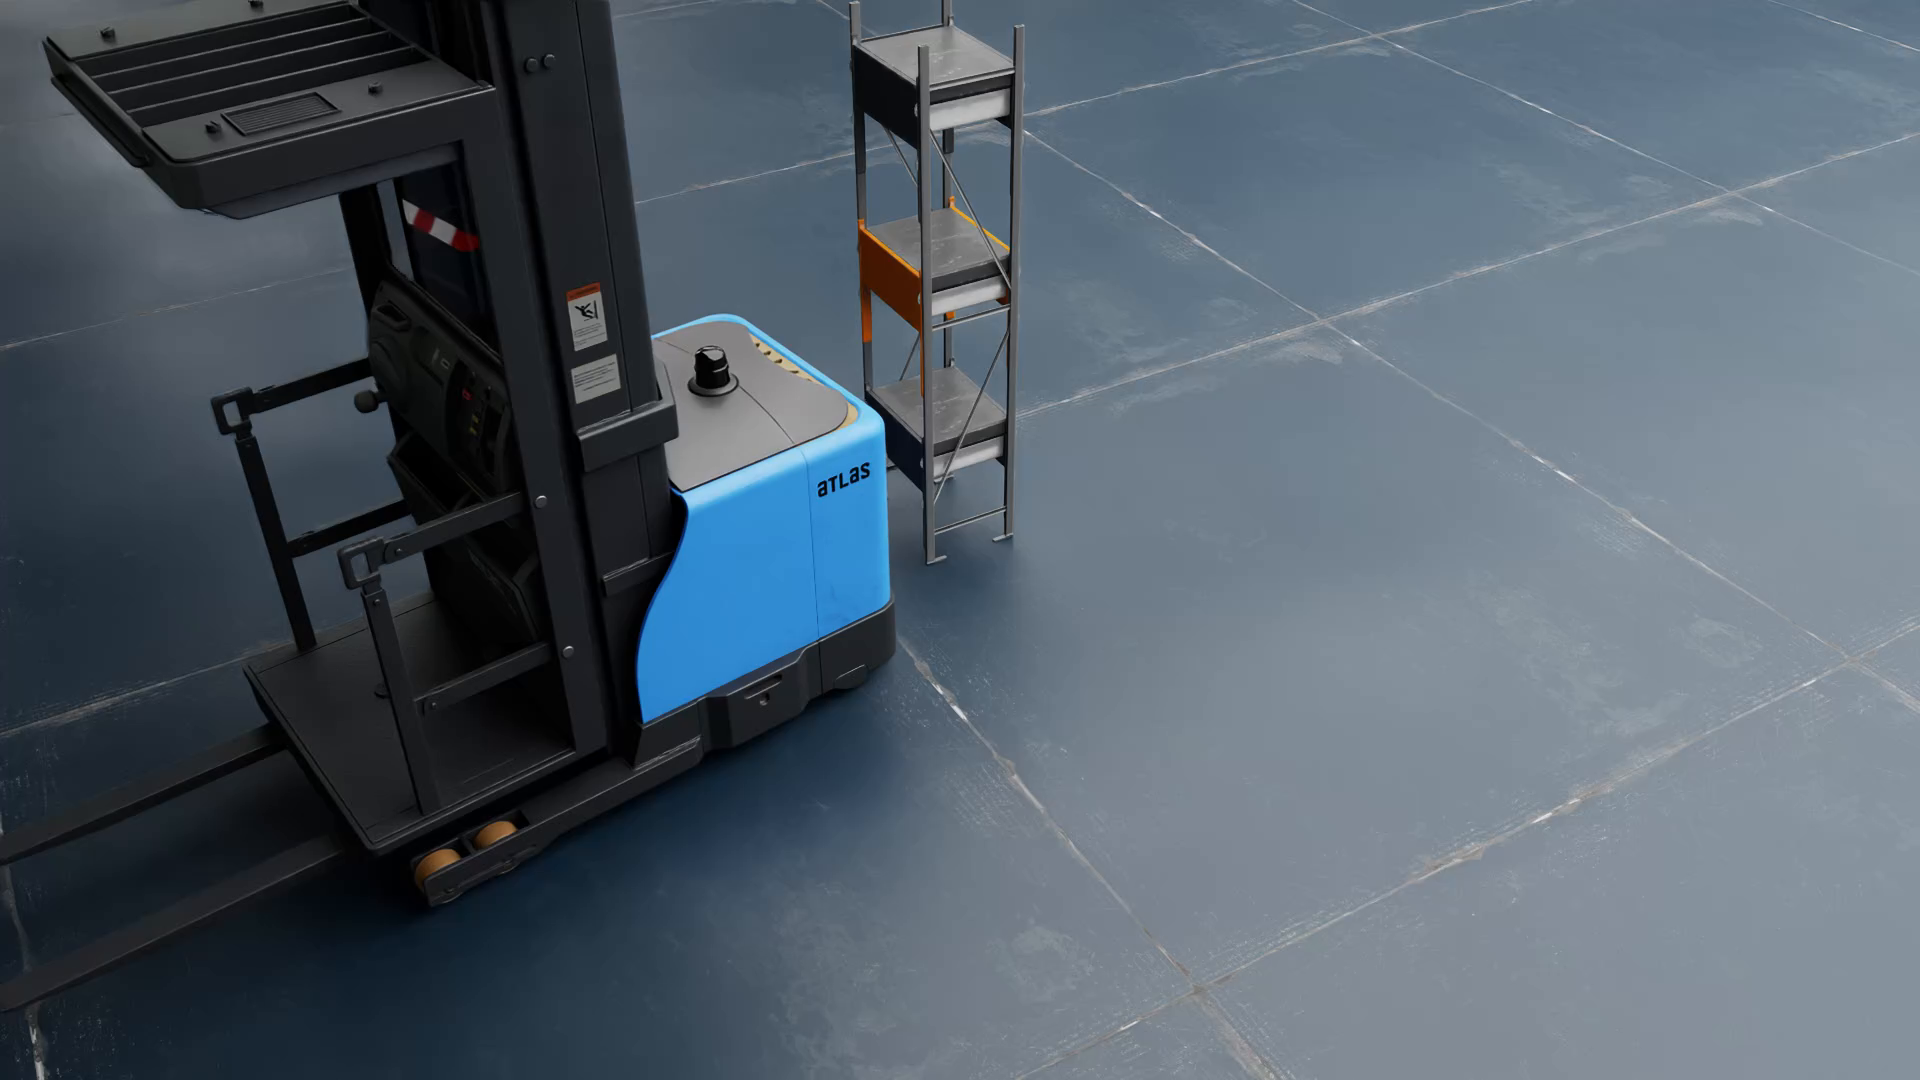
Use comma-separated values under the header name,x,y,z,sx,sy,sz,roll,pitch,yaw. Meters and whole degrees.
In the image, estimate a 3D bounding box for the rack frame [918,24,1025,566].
name,x,y,z,sx,sy,sz,roll,pitch,yaw
rack frame,0.039,-0.808,6.076,0.400,2.100,0.015,-19,40,-24

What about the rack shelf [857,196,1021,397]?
name,x,y,z,sx,sy,sz,roll,pitch,yaw
rack shelf,-0.083,-0.921,6.254,0.431,0.518,0.480,-19,40,-24

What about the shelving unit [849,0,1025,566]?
name,x,y,z,sx,sy,sz,roll,pitch,yaw
shelving unit,-0.083,-0.932,6.246,0.431,2.100,0.503,-19,40,-24

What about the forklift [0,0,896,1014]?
name,x,y,z,sx,sy,sz,roll,pitch,yaw
forklift,-1.702,-0.404,4.818,3.031,2.935,1.130,-25,43,-30

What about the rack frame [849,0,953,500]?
name,x,y,z,sx,sy,sz,roll,pitch,yaw
rack frame,-0.206,-1.057,6.417,0.400,2.100,0.015,-19,40,-24

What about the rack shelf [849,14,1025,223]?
name,x,y,z,sx,sy,sz,roll,pitch,yaw
rack shelf,-0.083,-1.487,5.841,0.431,0.518,0.480,-19,40,-24

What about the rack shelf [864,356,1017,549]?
name,x,y,z,sx,sy,sz,roll,pitch,yaw
rack shelf,-0.083,-0.356,6.667,0.431,0.518,0.480,-19,40,-24
